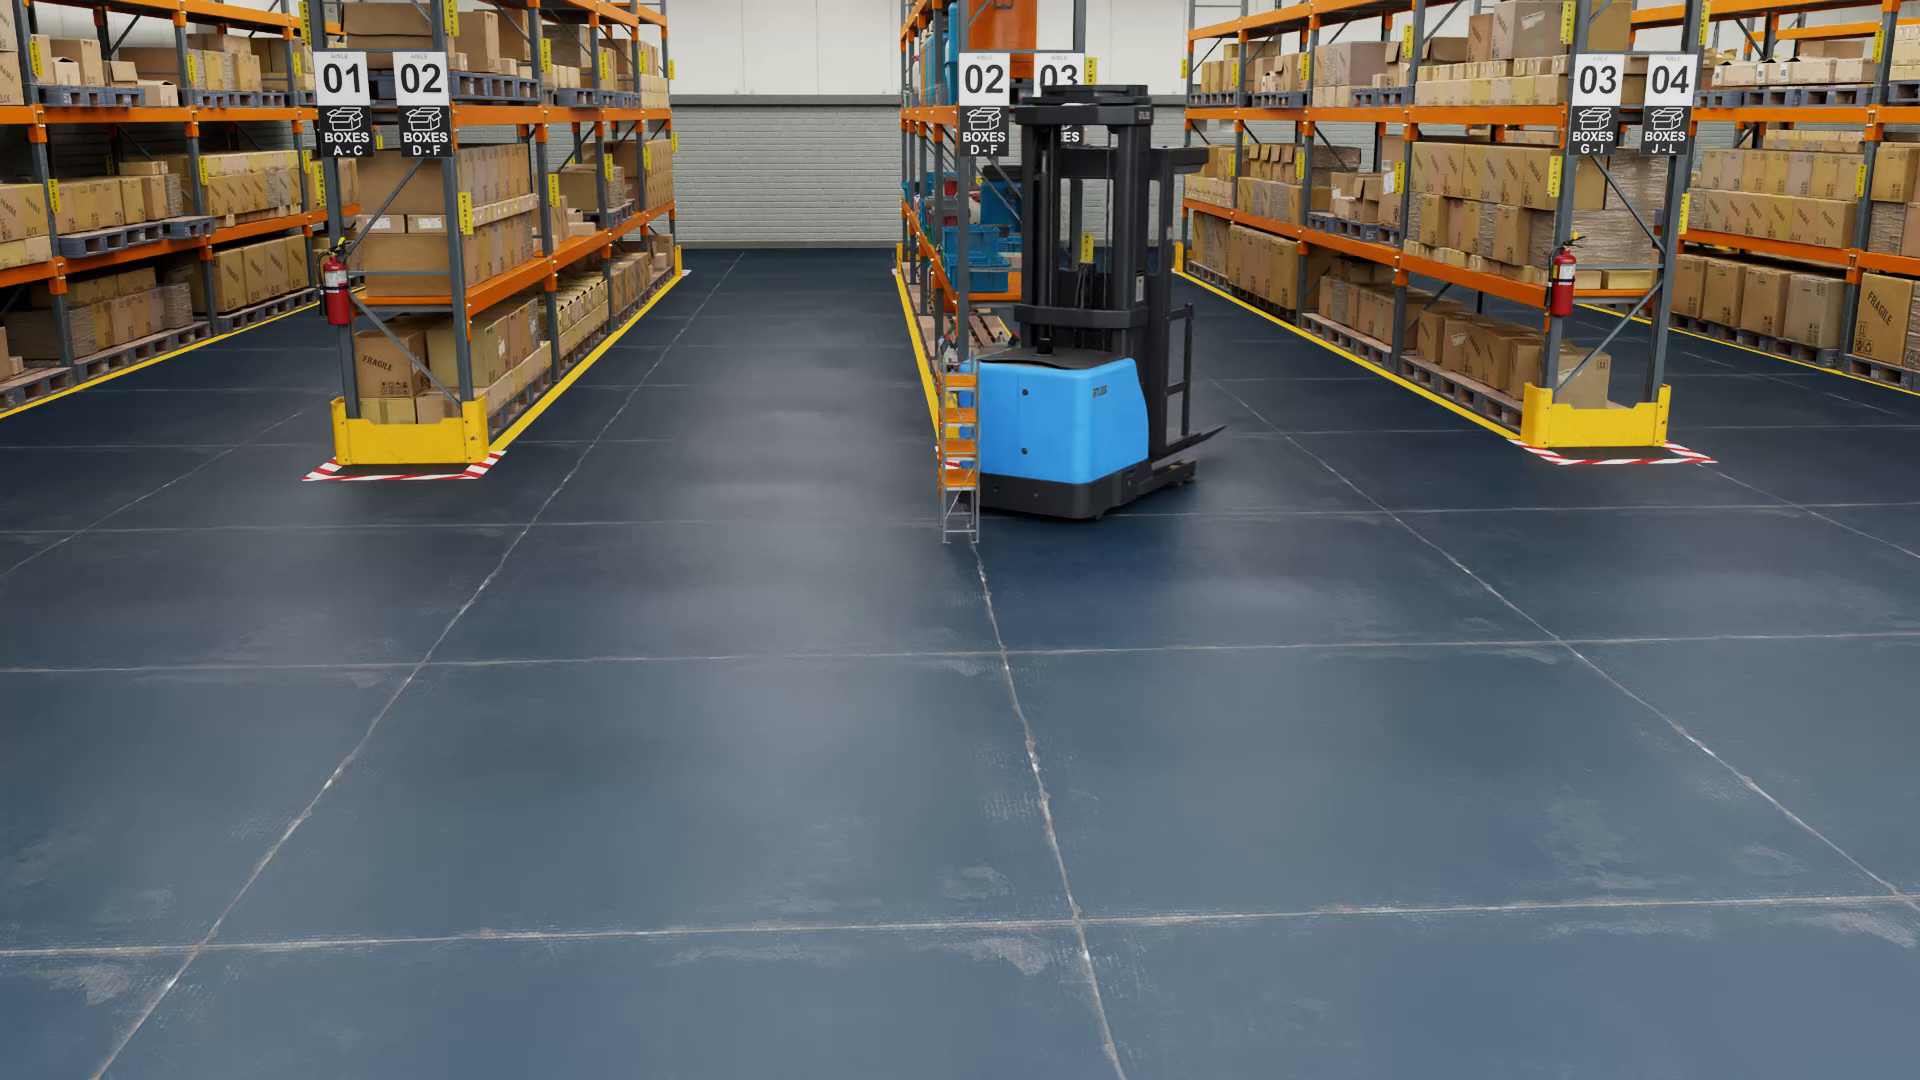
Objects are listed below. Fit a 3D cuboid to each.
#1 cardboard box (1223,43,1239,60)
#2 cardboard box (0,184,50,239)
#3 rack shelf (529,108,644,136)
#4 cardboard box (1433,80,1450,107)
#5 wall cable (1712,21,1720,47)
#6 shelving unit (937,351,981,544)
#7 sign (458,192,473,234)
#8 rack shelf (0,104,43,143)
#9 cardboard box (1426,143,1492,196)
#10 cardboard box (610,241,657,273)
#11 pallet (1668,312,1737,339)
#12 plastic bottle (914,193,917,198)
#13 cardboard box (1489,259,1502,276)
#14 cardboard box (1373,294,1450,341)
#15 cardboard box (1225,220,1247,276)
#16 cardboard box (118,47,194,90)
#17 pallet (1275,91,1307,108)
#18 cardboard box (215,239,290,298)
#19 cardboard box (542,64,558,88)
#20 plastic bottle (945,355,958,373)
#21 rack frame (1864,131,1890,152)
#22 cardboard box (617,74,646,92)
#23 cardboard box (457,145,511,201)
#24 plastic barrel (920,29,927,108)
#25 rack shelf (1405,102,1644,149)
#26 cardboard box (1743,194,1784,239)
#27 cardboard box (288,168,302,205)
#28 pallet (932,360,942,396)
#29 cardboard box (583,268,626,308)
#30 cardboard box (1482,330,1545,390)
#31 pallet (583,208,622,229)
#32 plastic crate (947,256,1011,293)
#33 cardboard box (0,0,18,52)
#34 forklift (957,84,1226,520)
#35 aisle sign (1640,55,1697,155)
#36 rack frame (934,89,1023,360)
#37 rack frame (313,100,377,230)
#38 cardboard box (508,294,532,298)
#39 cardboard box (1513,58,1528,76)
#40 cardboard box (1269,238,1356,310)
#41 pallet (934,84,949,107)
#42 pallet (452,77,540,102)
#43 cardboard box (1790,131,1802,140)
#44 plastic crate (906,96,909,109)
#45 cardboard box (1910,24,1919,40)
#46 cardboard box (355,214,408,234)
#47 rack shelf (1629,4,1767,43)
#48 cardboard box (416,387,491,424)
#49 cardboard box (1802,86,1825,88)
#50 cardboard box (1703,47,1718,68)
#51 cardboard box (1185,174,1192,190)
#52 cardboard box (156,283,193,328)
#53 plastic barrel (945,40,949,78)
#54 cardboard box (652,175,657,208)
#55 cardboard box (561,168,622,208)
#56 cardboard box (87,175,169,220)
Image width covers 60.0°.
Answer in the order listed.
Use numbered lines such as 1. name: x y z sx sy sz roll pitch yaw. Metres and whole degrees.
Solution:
1. cardboard box: 4.550 -7.860 26.786 0.500 0.250 0.500 -1 14 -5
2. cardboard box: -9.315 -3.220 16.277 0.500 0.500 0.500 -1 14 -4
3. rack shelf: -5.081 -5.706 22.609 1.077 0.370 4.000 -1 14 -3
4. cardboard box: 4.988 -4.395 16.368 0.500 0.250 0.500 -1 14 -4
5. wall cable: 17.226 -10.778 34.781 2.988 3.039 0.133 -1 14 -3
6. shelving unit: -0.010 -0.622 11.037 0.258 1.200 0.503 -1 14 -3
7. sign: -3.907 -2.580 13.137 0.100 0.325 0.005 -1 14 -3
8. rack shelf: -9.529 -3.639 14.576 1.077 0.370 4.000 -1 14 -3
9. cardboard box: 4.985 -3.699 16.577 0.500 0.500 0.500 -1 14 -3
10. cardboard box: -5.326 -4.571 26.899 0.797 0.503 0.637 -1 14 -3
11. pallet: 9.861 -2.761 21.332 1.003 0.211 1.213 -1 14 -3
12. plastic bottle: -0.656 -4.988 24.626 0.061 0.283 0.133 -1 14 -3
13. cardboard box: 5.109 -2.524 15.320 0.380 0.149 0.250 -1 14 -3
14. cardboard box: 5.151 -2.536 18.998 0.700 0.500 0.500 -1 14 -4
15. cardboard box: 4.722 -4.591 26.273 0.875 0.875 0.875 -1 14 -3
16. cardboard box: -9.988 -5.859 20.675 0.700 0.500 0.500 -2 15 -8
17. pallet: 4.838 -5.777 21.820 1.213 0.211 1.003 0 14 -1
18. cardboard box: -9.921 -3.804 23.262 0.750 0.750 0.750 0 14 -2
19. cardboard box: -4.767 -5.170 18.538 0.500 0.250 0.500 -2 15 -8
20. plastic bottle: -0.065 -1.632 15.934 0.152 0.276 0.135 -1 14 -5
21. rack frame: 14.574 -5.405 26.012 1.000 3.000 0.127 -1 14 -3
22. cardboard box: -4.987 -6.847 24.894 0.500 0.250 0.500 -1 14 -3
23. cardboard box: -4.612 -3.426 15.519 0.700 0.500 0.500 -1 14 -3
24. plastic barrel: -0.179 -5.668 20.011 0.600 0.901 0.600 0 14 0
25. rack shelf: 5.302 -3.869 15.467 1.077 0.370 4.000 -1 14 -3
26. cardboard box: 9.739 -3.865 19.828 0.500 0.500 0.500 -1 14 -4
27. cardboard box: -9.869 -5.113 24.043 0.500 0.500 0.500 -1 14 -4
28. pallet: 0.235 -1.667 17.083 1.003 0.211 1.213 -1 14 -3
29. cardboard box: -4.738 -3.355 22.180 0.500 0.500 0.500 -1 14 -5
30. cardboard box: 5.313 -1.720 15.864 0.500 0.500 0.500 0 14 2
31. pallet: -5.069 -4.179 21.635 1.213 0.211 1.003 -1 14 -3
32. plastic crate: 0.153 -2.239 14.006 0.499 0.251 0.616 -1 14 -3
33. cardboard box: -9.351 -4.907 15.812 0.500 0.500 0.500 -2 15 -8
34. forklift: 1.157 -1.875 12.433 1.130 2.935 3.031 8 17 29
35. aisle sign: 5.729 -3.515 13.453 0.394 0.787 0.004 -1 14 -3
36. rack frame: 0.235 -3.186 17.388 1.000 3.000 0.127 -1 14 -3
37. rack frame: -10.397 -6.017 28.392 1.000 3.000 0.127 -1 14 -3
38. cardboard box: -5.087 -2.603 18.674 0.500 0.311 0.500 -1 14 -4
39. cardboard box: 5.033 -4.100 14.421 0.380 0.149 0.250 -1 14 -3
40. cardboard box: 4.909 -3.603 22.432 1.225 0.875 0.875 -2 15 -6
41. pallet: 0.377 -4.369 16.346 1.213 0.211 1.003 -1 14 -3
42. pallet: -4.630 -4.308 15.908 1.003 0.211 1.213 -1 14 -3
43. cardboard box: 14.126 -6.767 27.799 0.380 0.149 0.250 -1 14 -5
44. plastic crate: -0.589 -6.626 25.164 0.450 0.188 0.662 -1 14 -3
45. cardboard box: 9.835 -5.123 16.759 0.380 0.149 0.250 -1 14 -4
46. cardboard box: -4.675 -2.570 13.492 0.380 0.149 0.250 -1 14 -4
47. rack shelf: 9.763 -7.169 23.076 1.077 0.370 4.000 -1 14 -3
48. cardboard box: -4.273 -1.124 14.050 0.500 0.250 0.500 -1 14 -3
49. cardboard box: 14.301 -7.649 27.470 0.500 0.500 0.500 -1 14 -2
50. cardboard box: 9.603 -6.277 21.645 0.396 0.266 0.258 -1 14 -3
51. cardboard box: 4.195 -6.194 28.785 0.500 0.250 0.500 -1 14 -5
52. cardboard box: -9.804 -2.852 20.223 0.700 0.500 0.500 -1 14 -3
53. plastic barrel: 0.066 -4.786 16.519 0.421 0.512 0.421 0 14 0
54. cardboard box: -4.999 -5.406 25.818 0.500 0.500 0.500 -1 14 -2
55. cardboard box: -4.975 -4.742 22.393 0.700 0.500 0.500 2 15 7
56. cardboard box: -9.800 -4.034 19.600 0.700 0.500 0.500 -2 15 -9
